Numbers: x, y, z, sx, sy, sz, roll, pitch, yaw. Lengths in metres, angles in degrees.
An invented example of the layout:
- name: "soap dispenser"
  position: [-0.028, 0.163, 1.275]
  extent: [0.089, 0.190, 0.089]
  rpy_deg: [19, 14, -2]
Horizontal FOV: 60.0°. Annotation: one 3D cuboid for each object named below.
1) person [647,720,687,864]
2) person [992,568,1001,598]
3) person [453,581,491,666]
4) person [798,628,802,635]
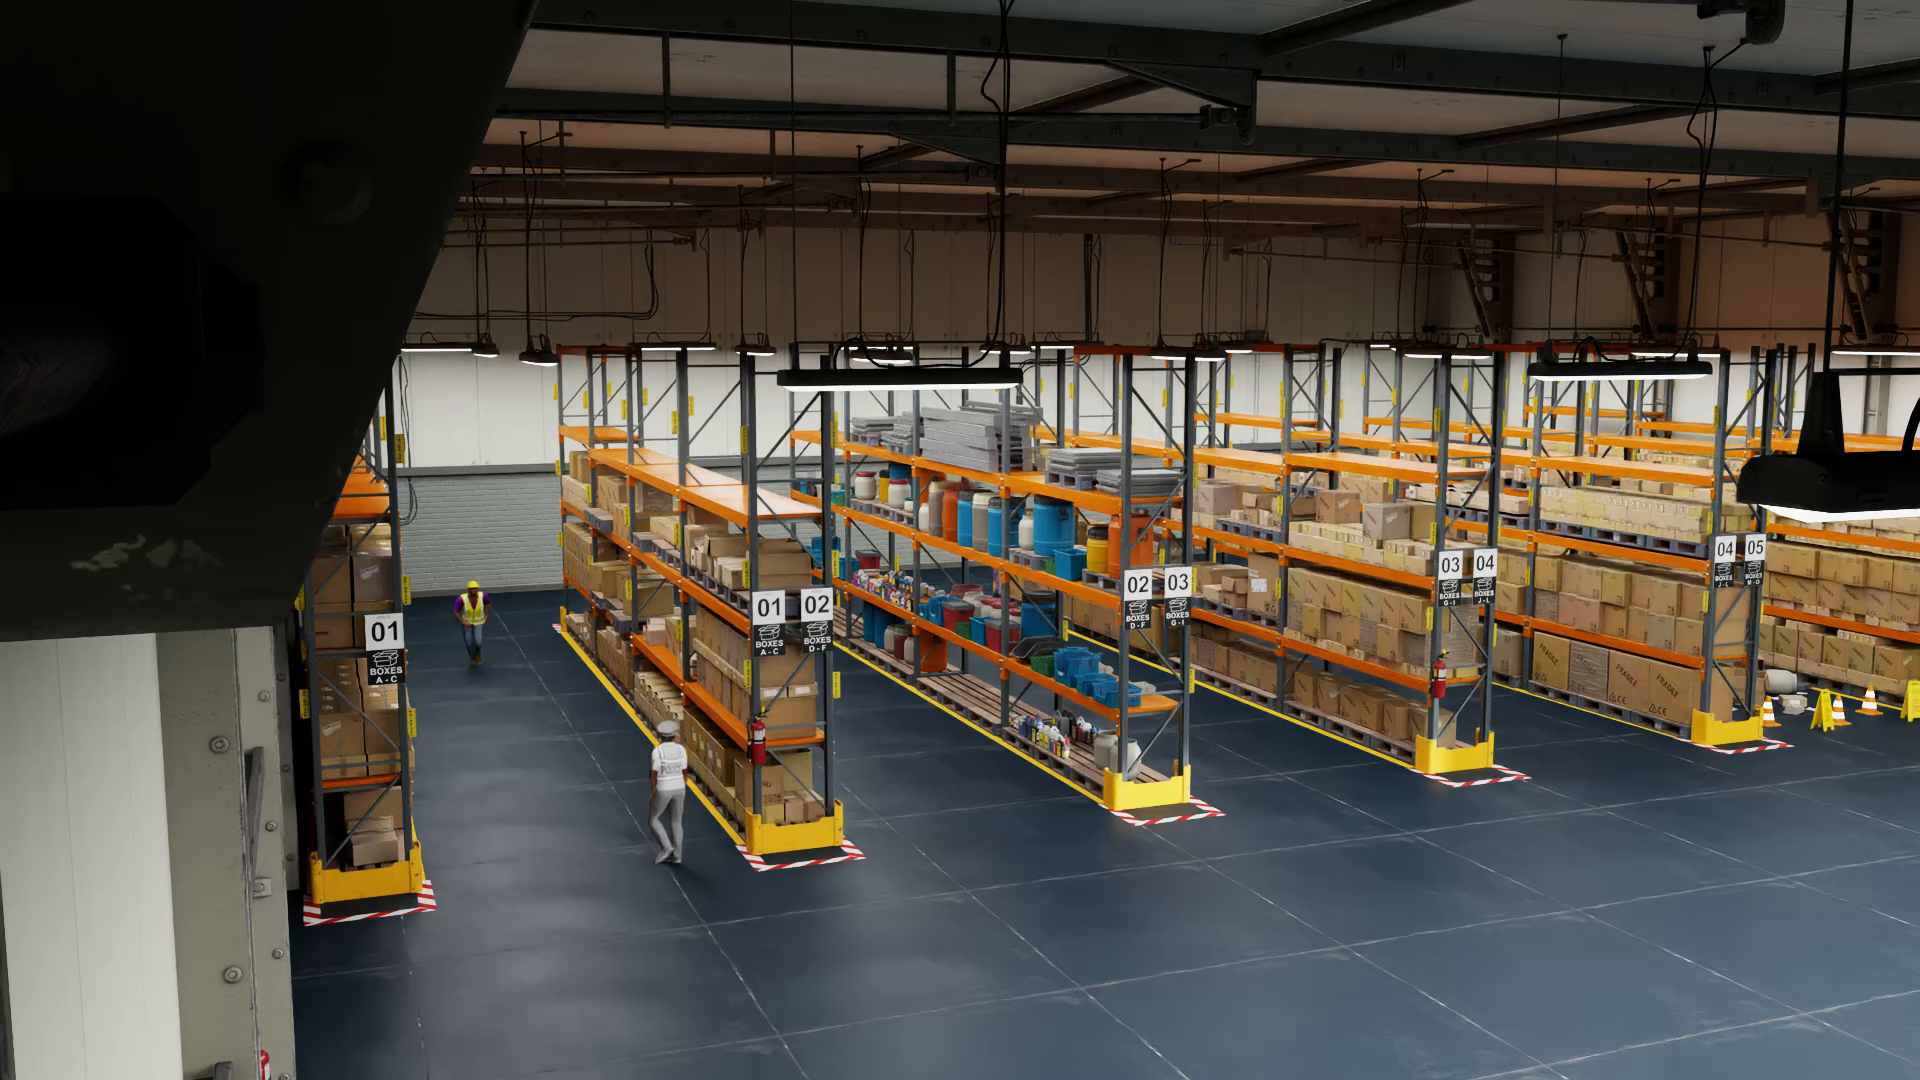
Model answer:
- name: "person"
  position: [-3.452, 2.992, 19.690]
  extent: [0.491, 1.681, 0.453]
  rpy_deg: [-5, 9, -37]
- name: "person"
  position: [0.881, 1.052, 35.418]
  extent: [0.373, 1.612, 0.445]
  rpy_deg: [2, 8, 19]
- name: "person"
  position: [-9.115, 1.561, 31.108]
  extent: [0.675, 1.664, 0.698]
  rpy_deg: [-2, 7, -13]
- name: "person"
  position: [-3.279, 1.176, 34.143]
  extent: [0.502, 1.627, 0.961]
  rpy_deg: [0, 7, 0]
